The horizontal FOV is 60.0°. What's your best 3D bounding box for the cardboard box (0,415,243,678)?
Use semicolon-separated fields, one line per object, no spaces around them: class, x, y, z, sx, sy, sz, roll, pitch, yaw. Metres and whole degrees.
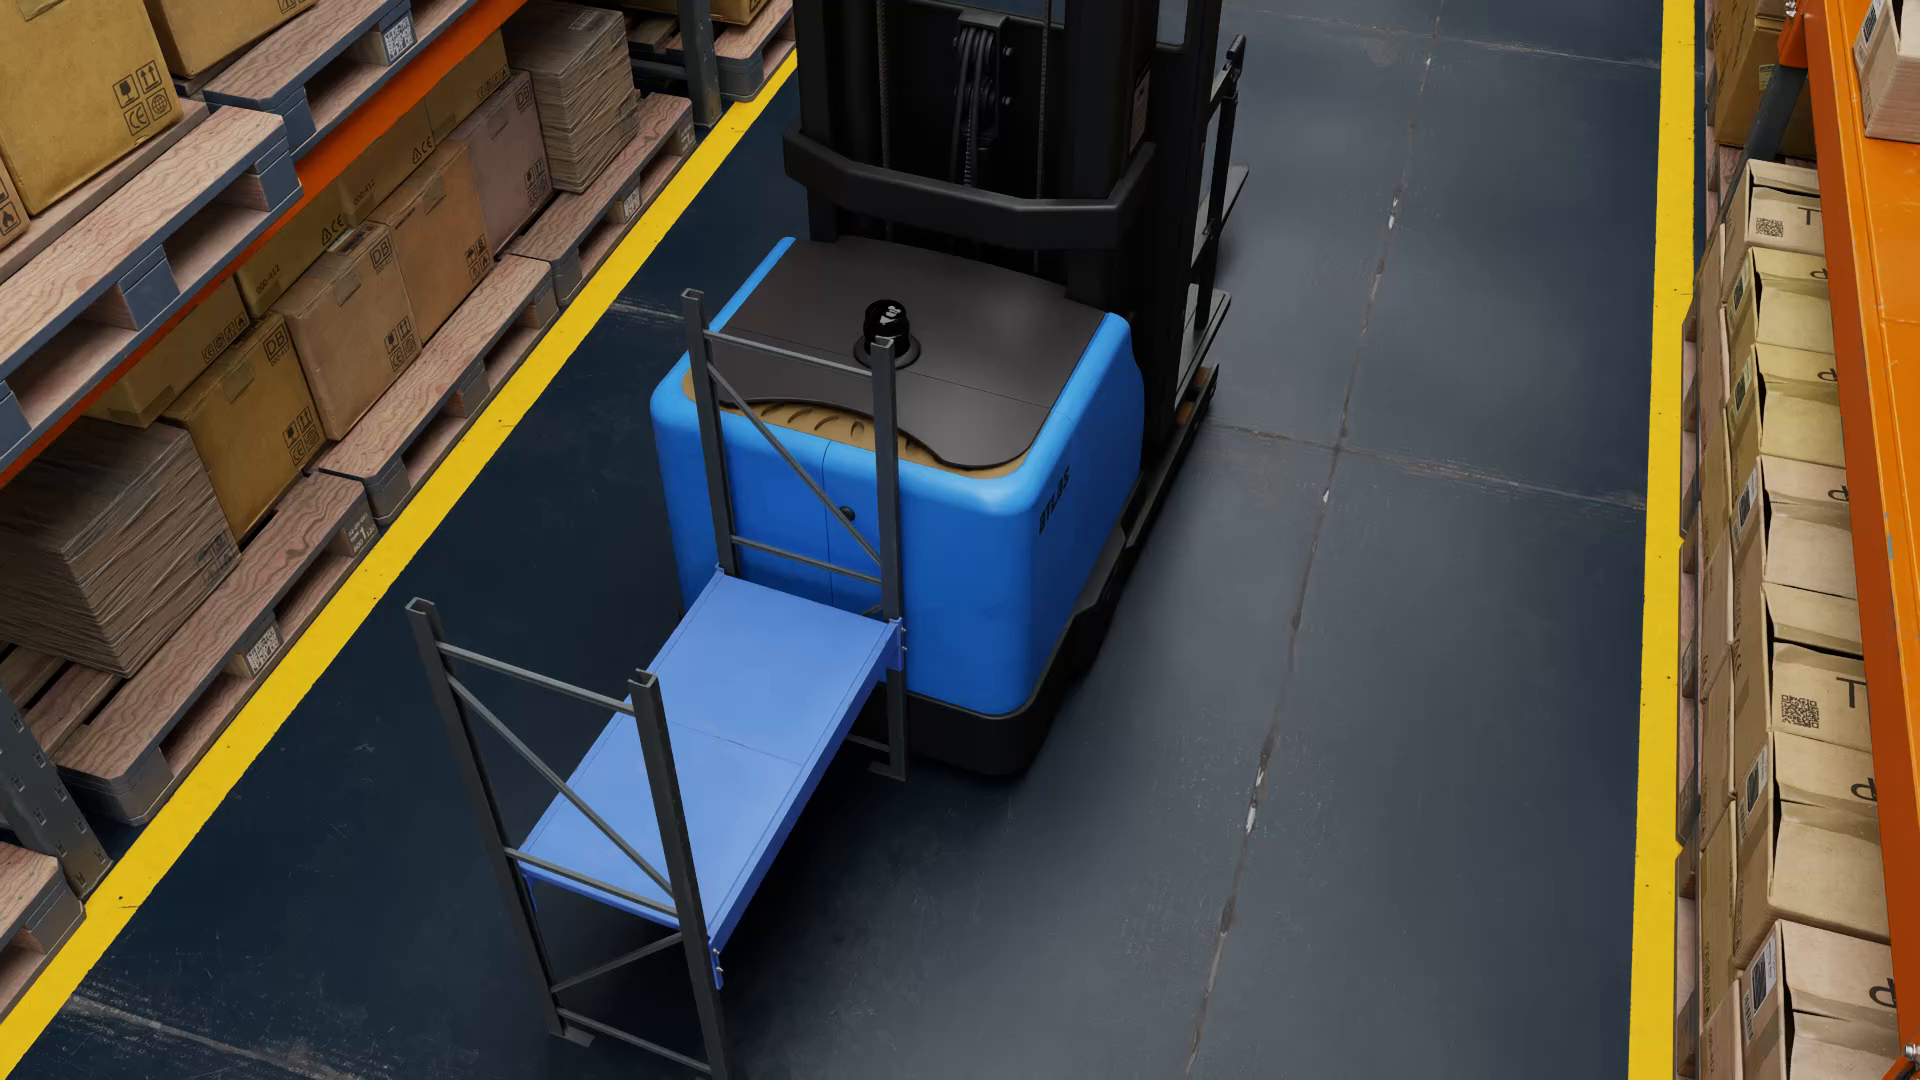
cardboard box;-2.512;-0.041;4.620;0.700;0.500;0.500;14;46;14

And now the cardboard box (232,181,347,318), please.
cardboard box;-2.228;-0.951;5.013;0.500;0.250;0.500;11;46;11

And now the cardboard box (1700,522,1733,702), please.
cardboard box;2.317;0.242;4.524;0.500;0.250;0.500;13;46;13

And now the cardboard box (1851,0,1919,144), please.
cardboard box;2.759;-1.315;4.513;0.500;0.311;0.500;12;46;12

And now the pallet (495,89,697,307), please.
pallet;-1.746;-1.432;6.562;1.003;0.211;1.213;13;46;13

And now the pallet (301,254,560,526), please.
pallet;-2.117;-0.621;5.734;1.003;0.211;1.213;13;46;13

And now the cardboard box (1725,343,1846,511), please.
cardboard box;2.468;-0.292;4.668;0.500;0.311;0.500;11;46;11

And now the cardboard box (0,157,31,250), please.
cardboard box;-2.532;-0.808;3.545;0.700;0.500;0.500;13;46;13

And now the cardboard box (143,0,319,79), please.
cardboard box;-2.187;-1.624;4.379;0.700;0.500;0.500;19;47;18

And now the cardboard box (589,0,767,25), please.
cardboard box;-1.160;-2.793;7.197;0.750;0.750;0.750;12;46;12

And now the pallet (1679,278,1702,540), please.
pallet;2.928;-0.365;5.472;1.003;0.211;1.213;13;46;13

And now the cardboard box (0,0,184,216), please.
cardboard box;-2.356;-1.179;3.924;0.700;0.500;0.500;17;47;17

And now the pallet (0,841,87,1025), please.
pallet;-2.889;1.169;3.905;1.003;0.211;1.213;13;46;13

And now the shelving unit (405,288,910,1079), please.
shelving unit;-0.568;0.384;3.785;0.538;1.500;1.048;16;47;16

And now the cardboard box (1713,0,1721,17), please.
cardboard box;3.584;-2.535;7.169;0.500;0.500;0.500;11;45;11

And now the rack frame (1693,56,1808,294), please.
rack frame;3.215;-1.902;5.049;1.000;3.000;0.127;13;46;13

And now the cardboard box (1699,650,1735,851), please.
cardboard box;2.162;0.581;4.177;0.500;0.250;0.500;13;46;13

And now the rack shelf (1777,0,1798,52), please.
rack shelf;3.820;-2.978;6.663;1.077;0.370;4.000;13;46;13

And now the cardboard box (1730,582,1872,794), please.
cardboard box;2.158;0.385;3.976;0.500;0.311;0.500;12;46;12

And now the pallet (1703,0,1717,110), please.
pallet;3.848;-2.206;7.353;1.003;0.211;1.213;13;46;13

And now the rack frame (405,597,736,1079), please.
rack frame;-0.758;0.714;3.448;0.500;1.500;0.032;16;47;16

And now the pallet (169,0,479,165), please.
pallet;-2.068;-1.552;4.829;1.003;0.211;1.213;13;46;13

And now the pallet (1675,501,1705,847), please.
pallet;2.557;0.445;4.644;1.003;0.211;1.213;13;46;13

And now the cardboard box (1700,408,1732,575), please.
cardboard box;2.473;-0.100;4.873;0.500;0.250;0.500;11;46;11

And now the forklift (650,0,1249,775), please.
forklift;0.235;-1.455;4.642;1.130;2.935;3.031;16;47;16

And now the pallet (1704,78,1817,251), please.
pallet;3.477;-1.395;6.525;1.003;0.211;1.213;13;46;13

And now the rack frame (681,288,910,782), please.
rack frame;-0.377;0.055;4.122;0.500;1.500;0.032;16;47;16

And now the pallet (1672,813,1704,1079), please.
pallet;2.189;1.261;3.810;1.003;0.211;1.213;13;46;13

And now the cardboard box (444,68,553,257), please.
cardboard box;-1.943;-1.403;6.012;0.700;0.500;0.500;12;46;12

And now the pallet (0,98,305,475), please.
pallet;-2.349;-0.693;3.951;1.003;0.211;1.213;13;46;13

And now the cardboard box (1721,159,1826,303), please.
cardboard box;2.776;-0.983;5.375;0.500;0.311;0.500;14;46;14

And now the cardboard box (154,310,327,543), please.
cardboard box;-2.403;-0.396;4.983;0.700;0.500;0.500;12;46;12

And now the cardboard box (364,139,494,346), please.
cardboard box;-2.066;-1.066;5.667;0.700;0.500;0.500;12;46;12

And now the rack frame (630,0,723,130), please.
rack frame;-1.508;-2.949;6.119;1.000;3.000;0.127;13;46;13

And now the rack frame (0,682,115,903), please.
rack frame;-2.719;-0.283;3.394;1.000;3.000;0.127;13;46;13

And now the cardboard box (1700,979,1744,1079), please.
cardboard box;1.852;1.259;3.485;0.500;0.250;0.500;12;46;12

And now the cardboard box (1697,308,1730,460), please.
cardboard box;2.625;-0.448;5.228;0.500;0.250;0.500;11;46;11

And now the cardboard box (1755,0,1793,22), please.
cardboard box;3.287;-2.146;6.235;0.500;0.250;0.500;14;46;14

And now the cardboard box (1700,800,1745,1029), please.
cardboard box;2.007;0.922;3.829;0.500;0.250;0.500;12;46;12

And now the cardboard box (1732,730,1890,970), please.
cardboard box;2.004;0.717;3.637;0.500;0.311;0.500;14;46;14

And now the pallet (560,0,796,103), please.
pallet;-1.197;-2.462;7.615;1.003;0.211;1.213;13;46;13

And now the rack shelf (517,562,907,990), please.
rack shelf;-0.568;0.513;3.911;0.538;0.185;1.000;16;47;16

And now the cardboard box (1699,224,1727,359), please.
cardboard box;2.776;-0.783;5.571;0.500;0.250;0.500;12;46;12

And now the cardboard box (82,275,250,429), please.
cardboard box;-2.382;-0.603;4.658;0.500;0.250;0.500;12;46;12

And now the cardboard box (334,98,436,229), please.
cardboard box;-2.059;-1.279;5.349;0.500;0.250;0.500;12;46;12

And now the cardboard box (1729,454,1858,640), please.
cardboard box;2.313;0.051;4.318;0.500;0.311;0.500;12;46;12

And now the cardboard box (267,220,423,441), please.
cardboard box;-2.210;-0.727;5.321;0.700;0.500;0.500;13;46;13

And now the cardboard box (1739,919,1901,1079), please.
cardboard box;1.853;1.065;3.281;0.500;0.311;0.500;13;46;13

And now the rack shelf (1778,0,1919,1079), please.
rack shelf;2.609;-0.312;3.939;1.077;0.370;4.000;13;46;13

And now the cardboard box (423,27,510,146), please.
cardboard box;-1.908;-1.623;5.701;0.500;0.250;0.500;13;46;13

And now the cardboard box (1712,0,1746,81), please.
cardboard box;3.431;-2.184;6.810;0.500;0.500;0.500;11;45;11

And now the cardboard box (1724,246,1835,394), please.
cardboard box;2.625;-0.631;5.015;0.500;0.311;0.500;11;46;12

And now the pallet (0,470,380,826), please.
pallet;-2.485;0.194;4.900;1.003;0.211;1.213;13;46;13

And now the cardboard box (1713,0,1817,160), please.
cardboard box;3.274;-1.839;6.458;0.500;0.500;0.500;14;46;14

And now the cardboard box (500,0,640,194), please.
cardboard box;-1.676;-1.722;6.338;0.700;0.500;0.500;13;46;13
